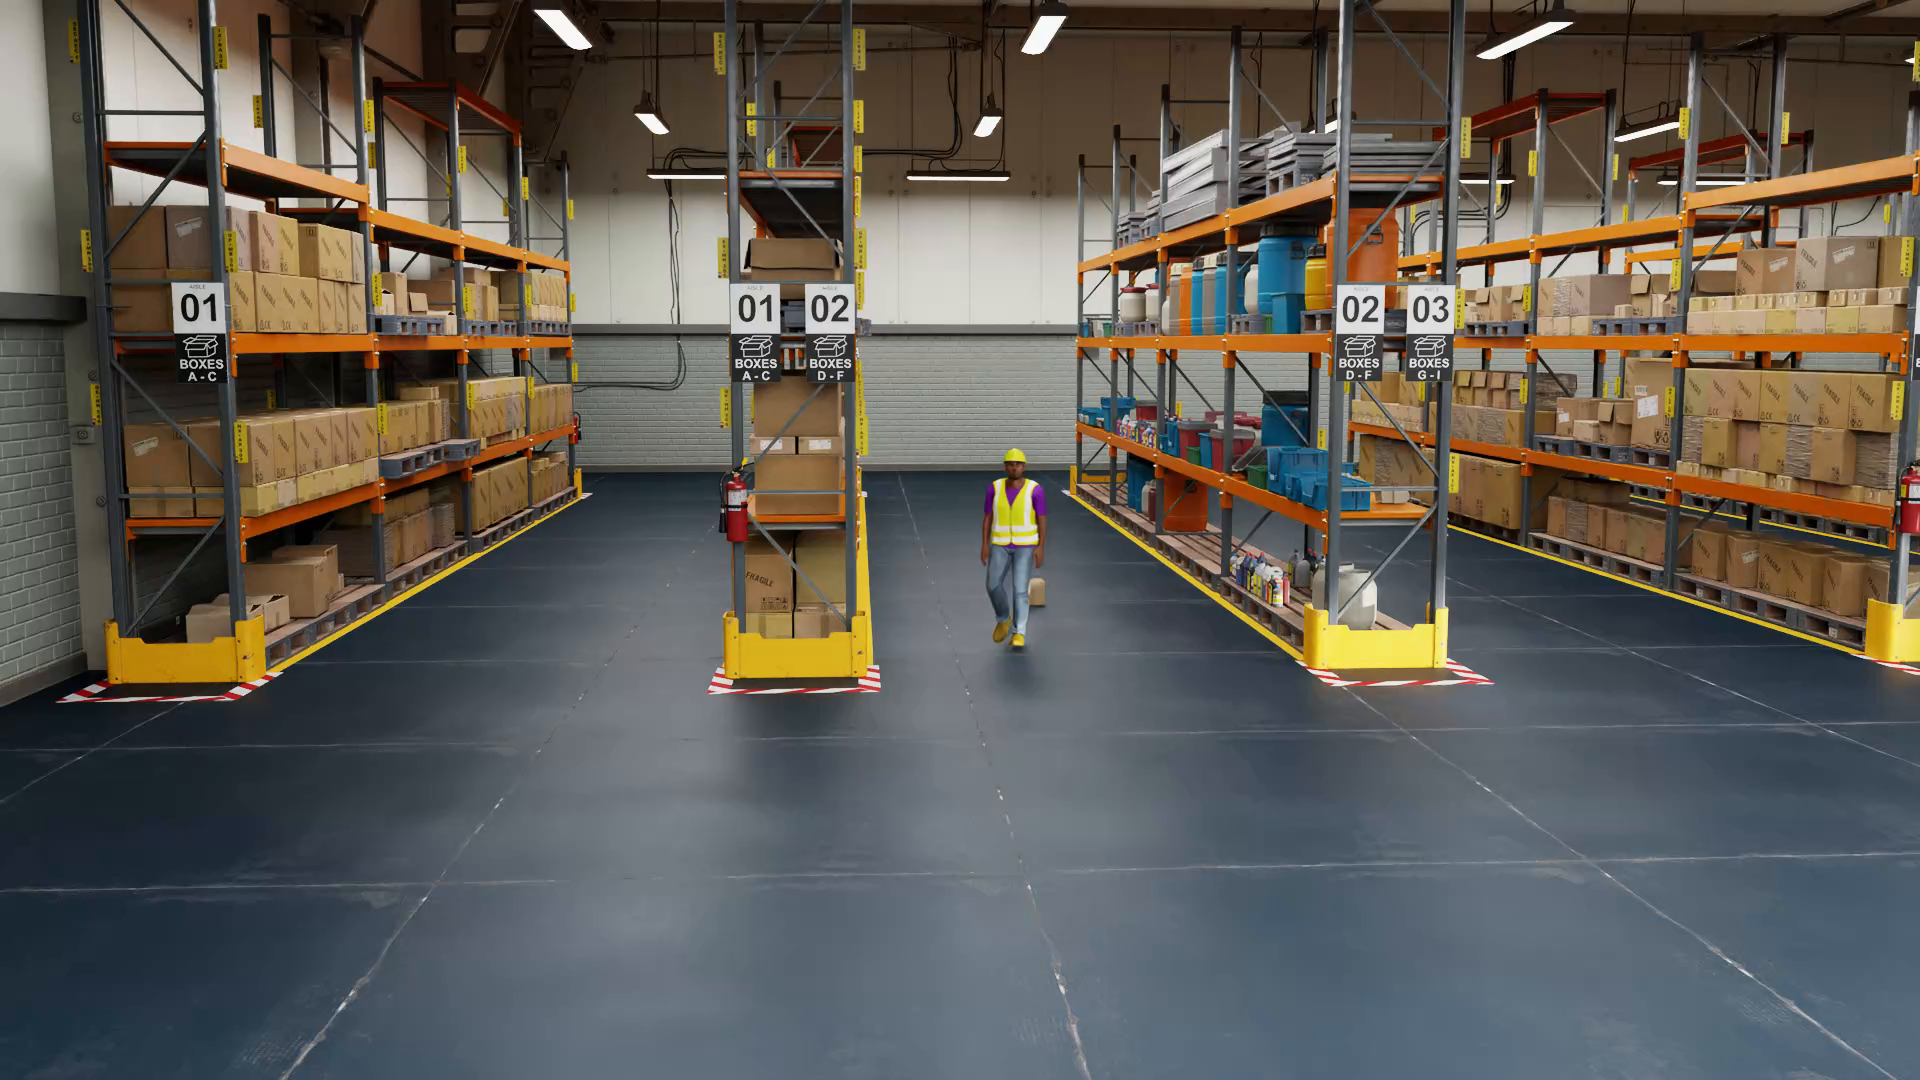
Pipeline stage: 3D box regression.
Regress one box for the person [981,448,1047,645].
[{"bbox_3d":[0.469,0.067,14.839,0.600,1.766,0.467,1,7,11],"label":"person"}]
